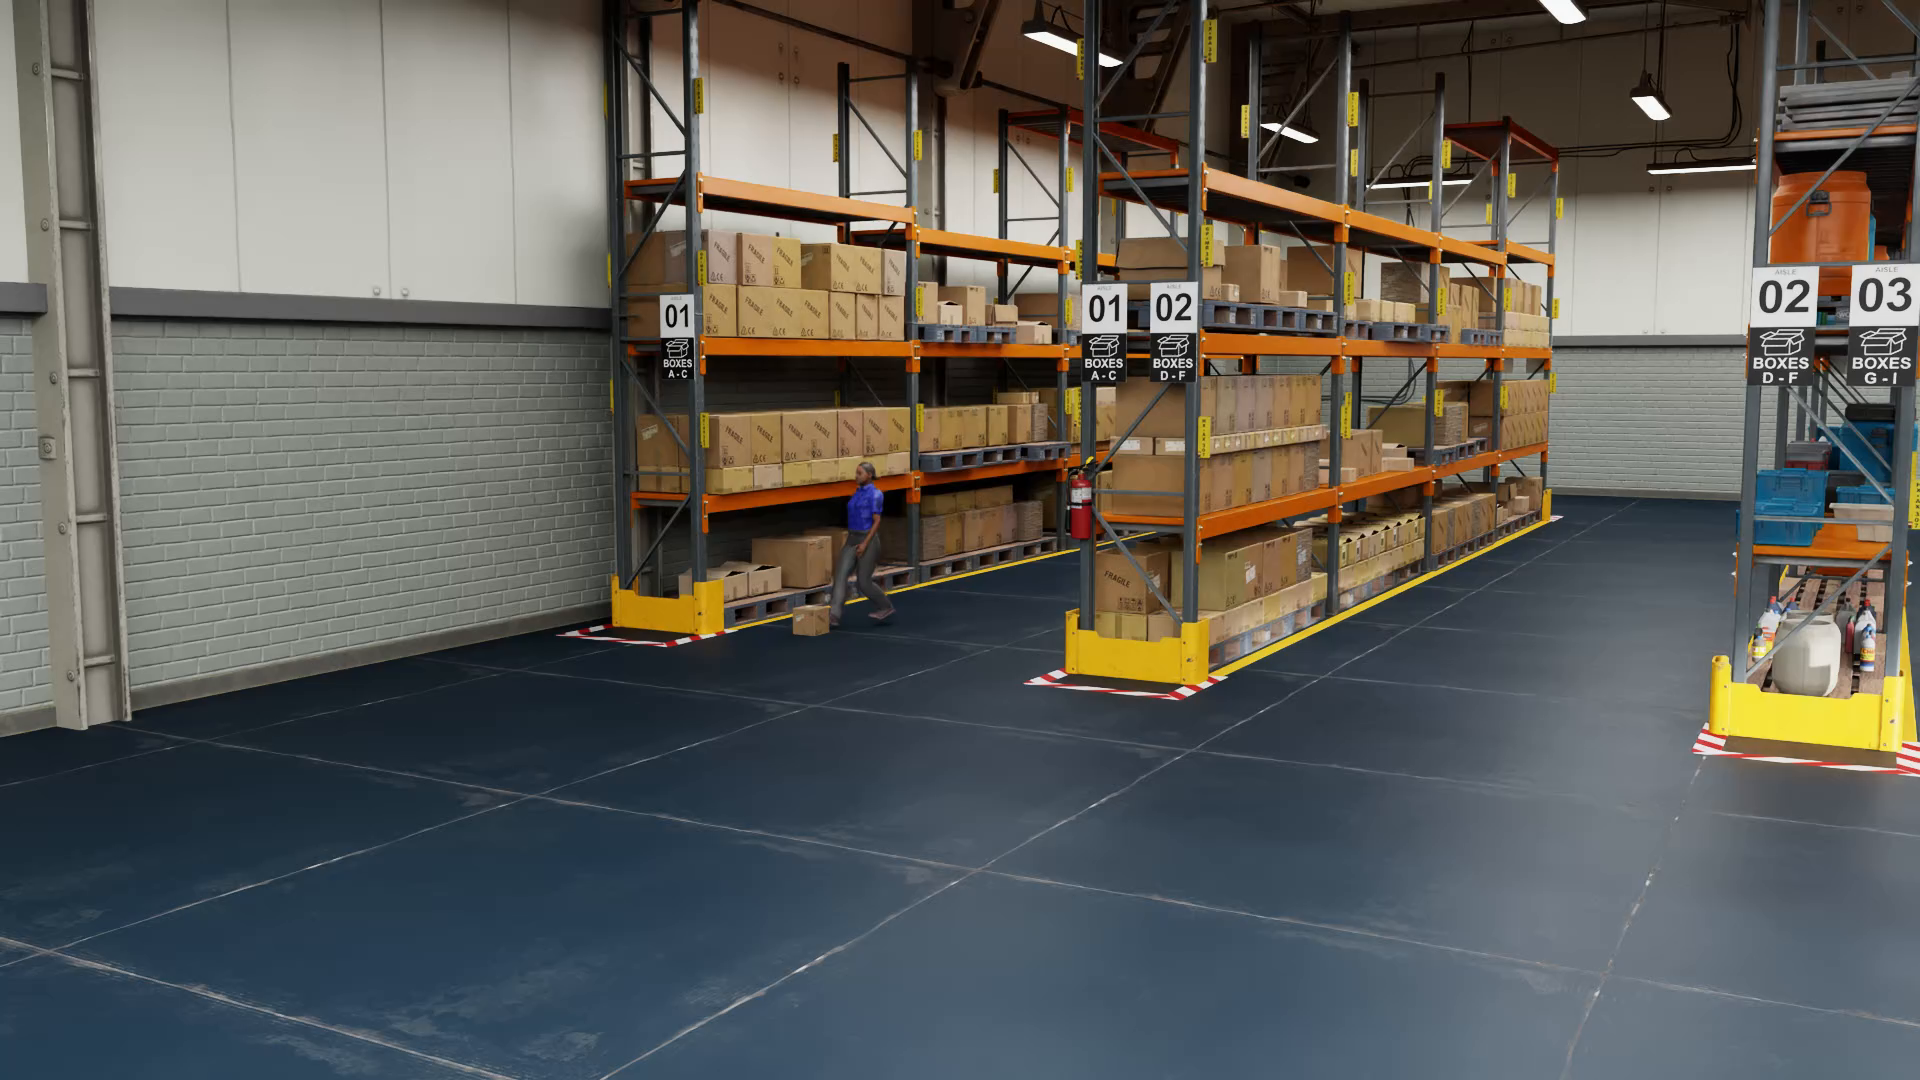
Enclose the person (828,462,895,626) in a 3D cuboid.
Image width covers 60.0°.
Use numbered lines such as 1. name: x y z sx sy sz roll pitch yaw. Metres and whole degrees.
1. person: -1.033 0.042 16.163 0.901 1.582 0.496 -6 8 -43
